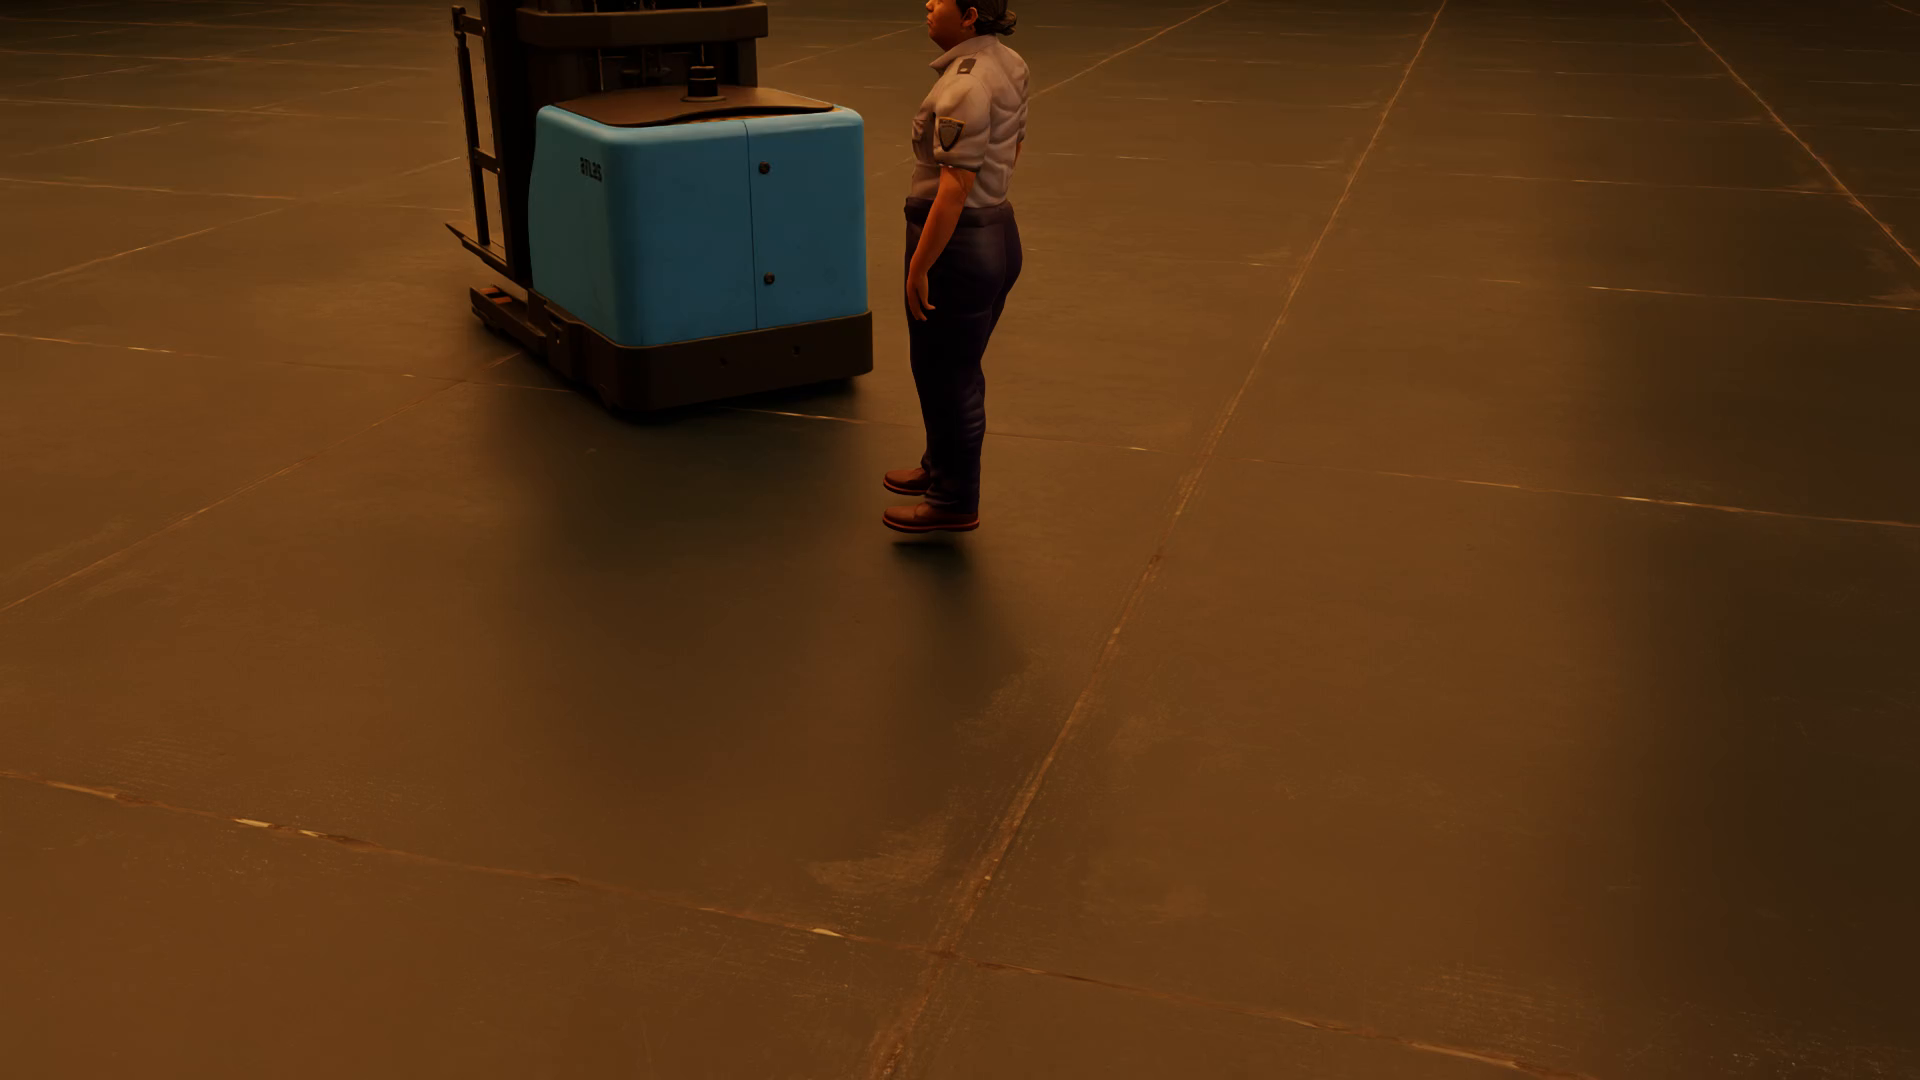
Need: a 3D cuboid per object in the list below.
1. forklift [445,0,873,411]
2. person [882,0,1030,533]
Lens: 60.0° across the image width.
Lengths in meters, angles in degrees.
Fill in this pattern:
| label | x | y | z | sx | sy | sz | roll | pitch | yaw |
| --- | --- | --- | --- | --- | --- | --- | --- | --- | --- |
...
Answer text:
| label | x | y | z | sx | sy | sz | roll | pitch | yaw |
| --- | --- | --- | --- | --- | --- | --- | --- | --- | --- |
| forklift | -1.539 | -2.340 | 6.947 | 1.130 | 2.935 | 3.031 | -13 | 26 | -29 |
| person | -0.078 | -0.824 | 4.832 | 0.503 | 1.650 | 0.599 | 7 | 23 | 16 |
